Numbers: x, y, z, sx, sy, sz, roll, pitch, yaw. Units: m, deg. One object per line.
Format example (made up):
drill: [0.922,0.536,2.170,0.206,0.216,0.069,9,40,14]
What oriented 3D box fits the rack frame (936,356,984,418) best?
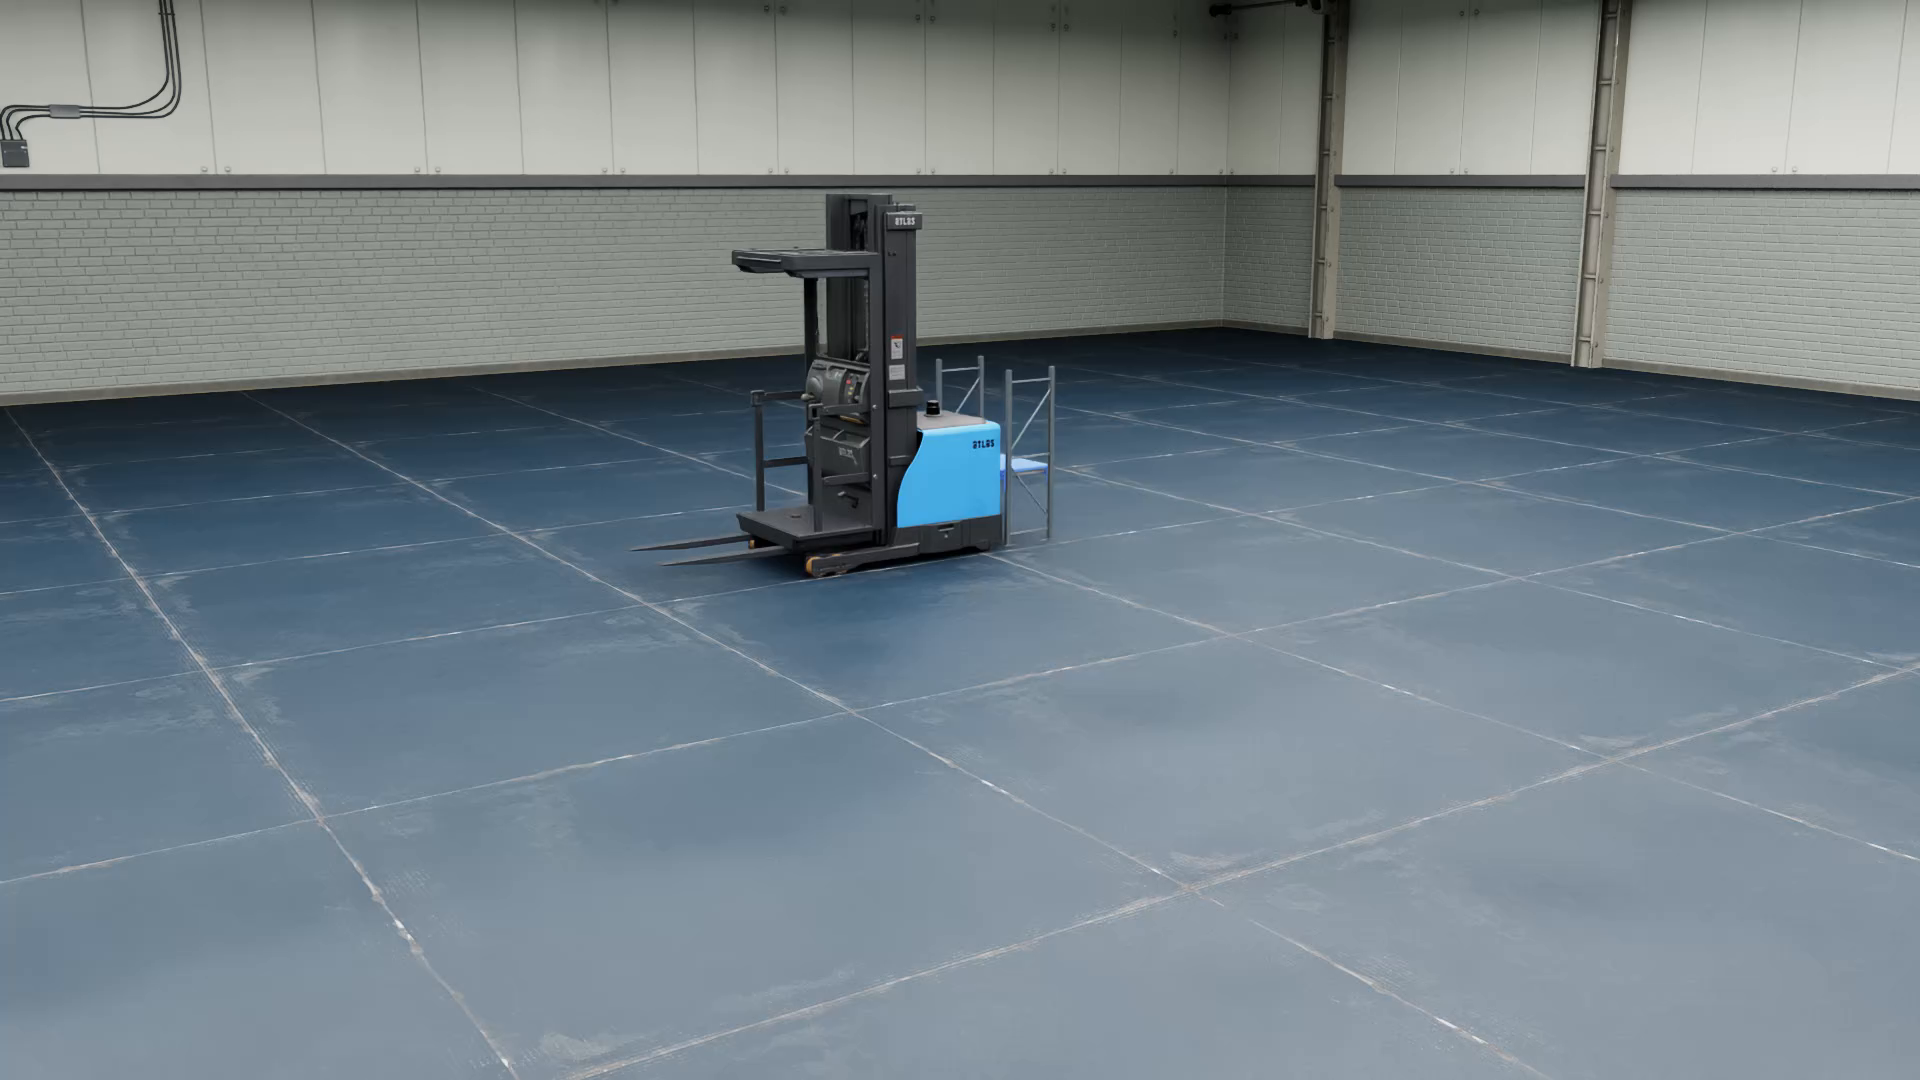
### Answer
rack frame: [-0.001,-0.884,14.892,0.500,1.500,0.032,-9,15,-35]

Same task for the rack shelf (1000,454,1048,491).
rack shelf: [0.294,-0.620,14.527,0.538,0.185,1.000,-9,15,-35]

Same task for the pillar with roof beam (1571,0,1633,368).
pillar with roof beam: [6.763,-6.751,24.167,9.100,9.000,0.400,-8,15,-33]

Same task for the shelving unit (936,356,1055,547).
shelving unit: [0.294,-0.795,14.488,0.538,1.500,1.048,-9,15,-35]

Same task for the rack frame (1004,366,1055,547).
rack frame: [0.590,-0.707,14.084,0.500,1.500,0.032,-9,15,-35]

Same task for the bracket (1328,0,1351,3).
bracket: [6.957,-9.970,30.463,0.235,0.232,0.430,-8,15,-33]

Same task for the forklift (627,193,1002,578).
forklift: [-1.159,-1.265,13.286,3.031,2.935,1.130,-8,15,-33]

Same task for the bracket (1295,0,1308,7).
bracket: [6.497,-10.118,31.138,0.235,0.232,0.430,-8,15,-33]

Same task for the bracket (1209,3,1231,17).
bracket: [5.184,-10.539,33.065,0.235,0.232,0.430,-8,15,-33]

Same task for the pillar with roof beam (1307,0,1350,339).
pillar with roof beam: [3.439,-7.818,29.047,9.100,9.000,0.548,-8,15,-33]

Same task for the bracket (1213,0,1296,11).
bracket: [5.512,-10.434,32.585,0.076,0.066,3.189,-8,15,-33]

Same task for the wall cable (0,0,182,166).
wall cable: [-11.820,-8.062,22.201,2.305,6.003,0.169,-8,15,-33]
